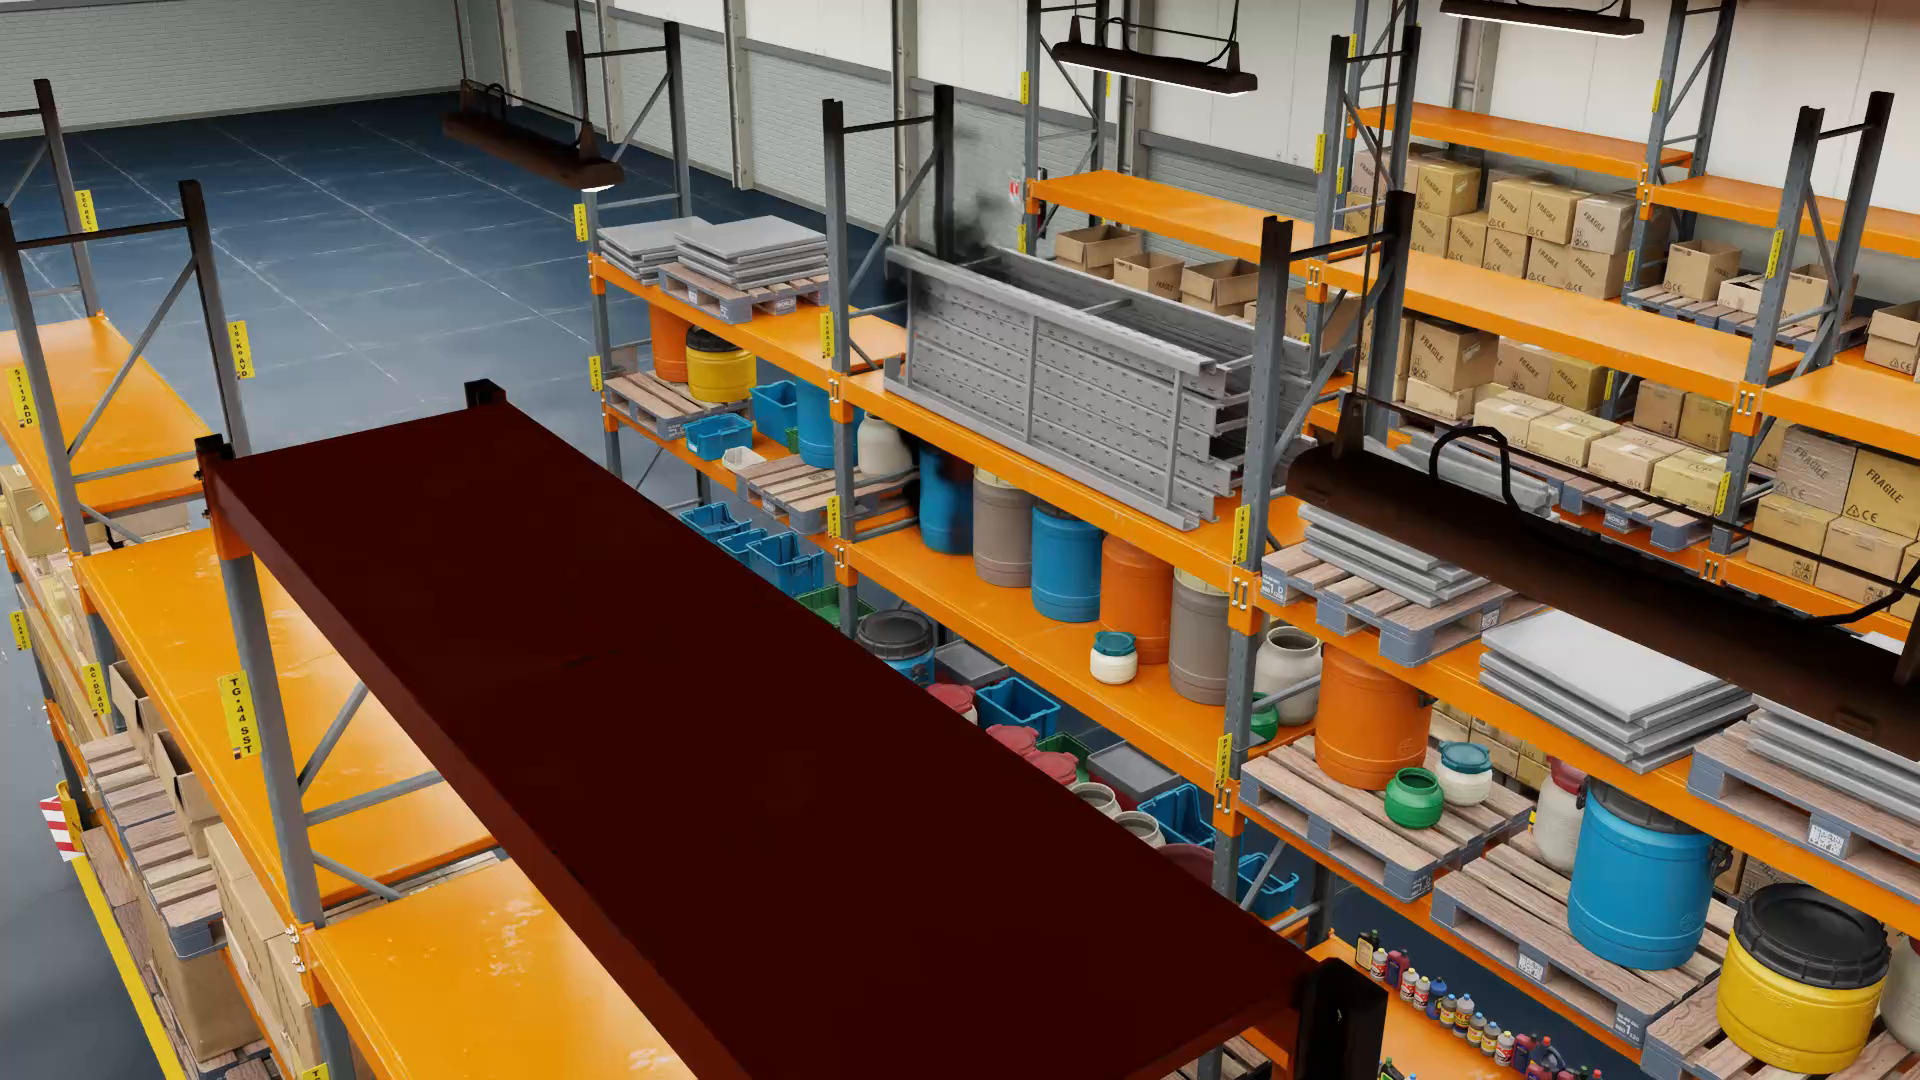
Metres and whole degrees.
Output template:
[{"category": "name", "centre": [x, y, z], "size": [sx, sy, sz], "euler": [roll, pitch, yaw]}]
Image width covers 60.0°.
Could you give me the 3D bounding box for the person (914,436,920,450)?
[{"category": "person", "centre": [-0.221, -1.415, 20.062], "size": [0.656, 1.714, 0.564], "euler": [-2, 25, -4]}]
